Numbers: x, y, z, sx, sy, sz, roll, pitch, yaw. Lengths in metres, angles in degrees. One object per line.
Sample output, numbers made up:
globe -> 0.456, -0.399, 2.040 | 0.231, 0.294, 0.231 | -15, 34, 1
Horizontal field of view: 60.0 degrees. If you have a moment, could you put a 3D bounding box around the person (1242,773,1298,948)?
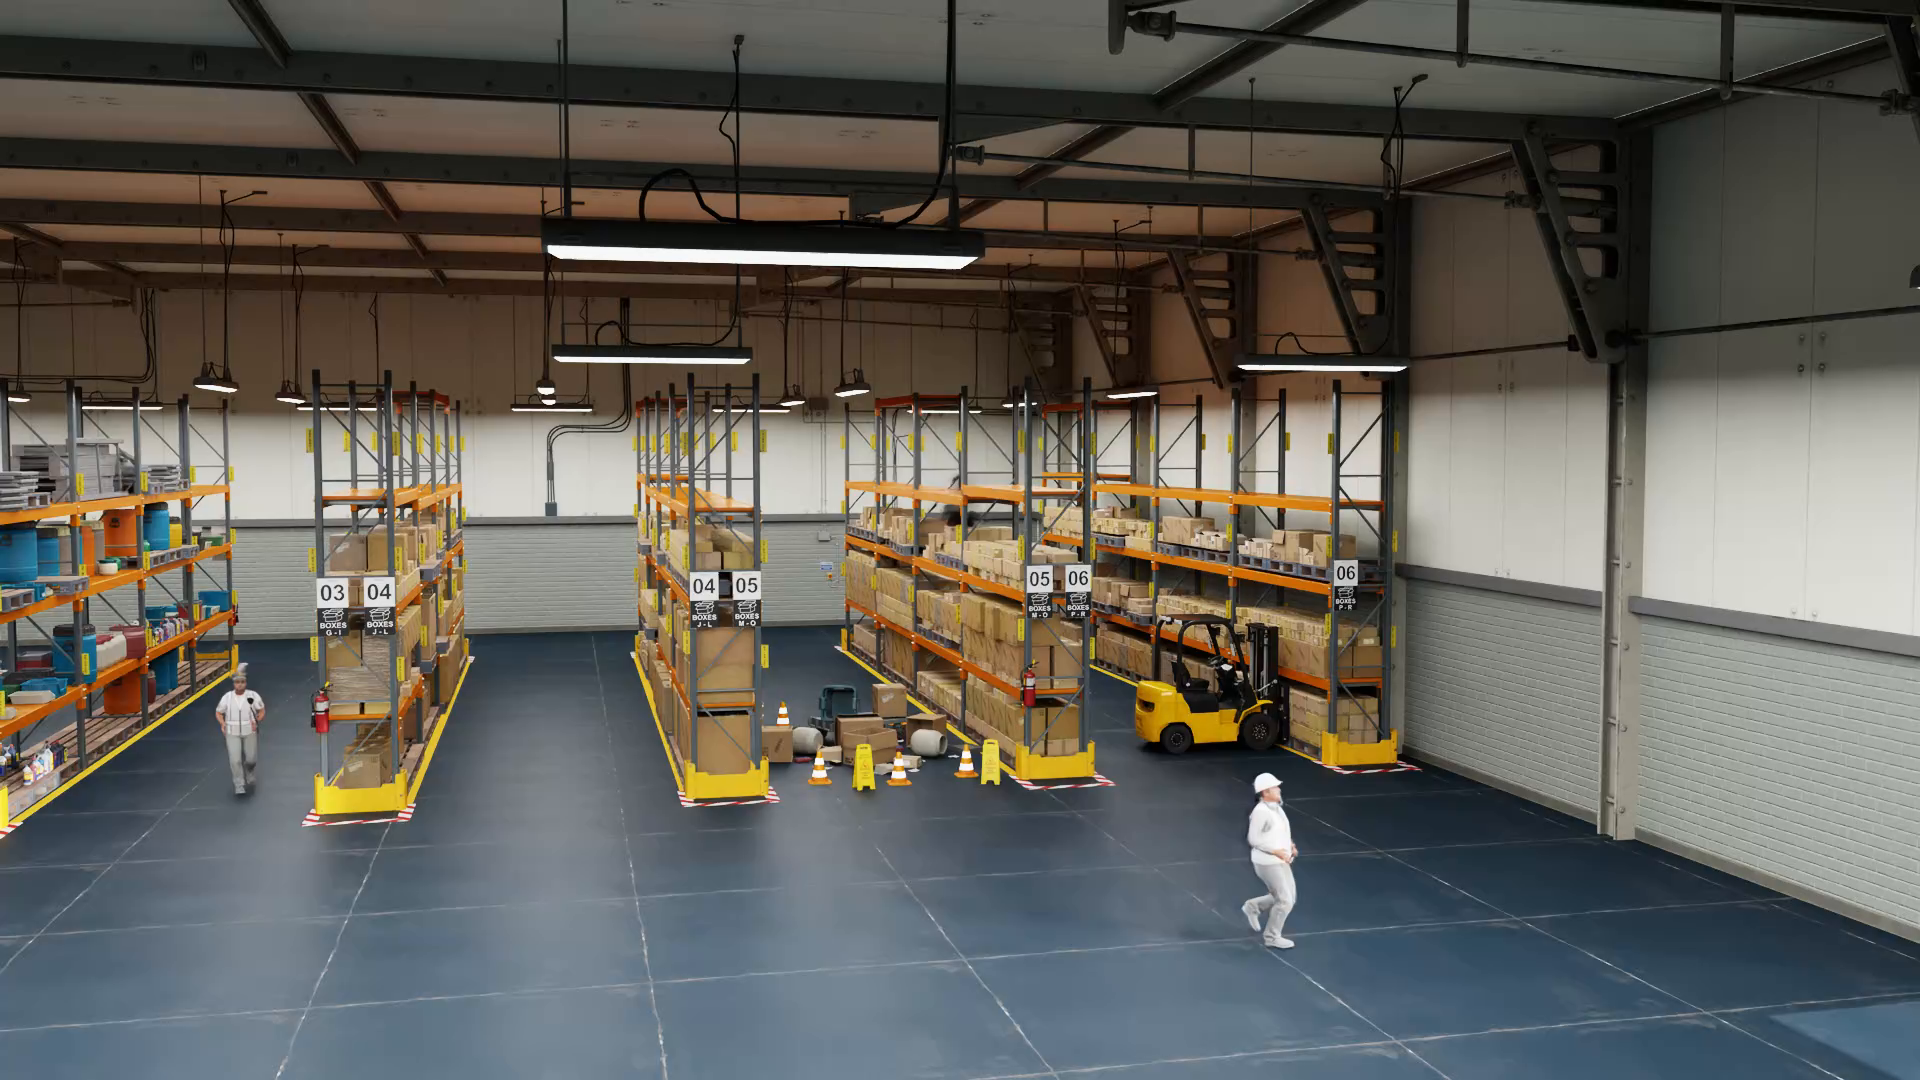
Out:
person -> 3.076, 3.182, 16.569 | 0.612, 1.721, 0.657 | 2, 4, 29

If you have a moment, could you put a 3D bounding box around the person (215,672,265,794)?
person -> -10.351, 2.750, 23.929 | 0.664, 1.733, 0.645 | -1, 4, -23
